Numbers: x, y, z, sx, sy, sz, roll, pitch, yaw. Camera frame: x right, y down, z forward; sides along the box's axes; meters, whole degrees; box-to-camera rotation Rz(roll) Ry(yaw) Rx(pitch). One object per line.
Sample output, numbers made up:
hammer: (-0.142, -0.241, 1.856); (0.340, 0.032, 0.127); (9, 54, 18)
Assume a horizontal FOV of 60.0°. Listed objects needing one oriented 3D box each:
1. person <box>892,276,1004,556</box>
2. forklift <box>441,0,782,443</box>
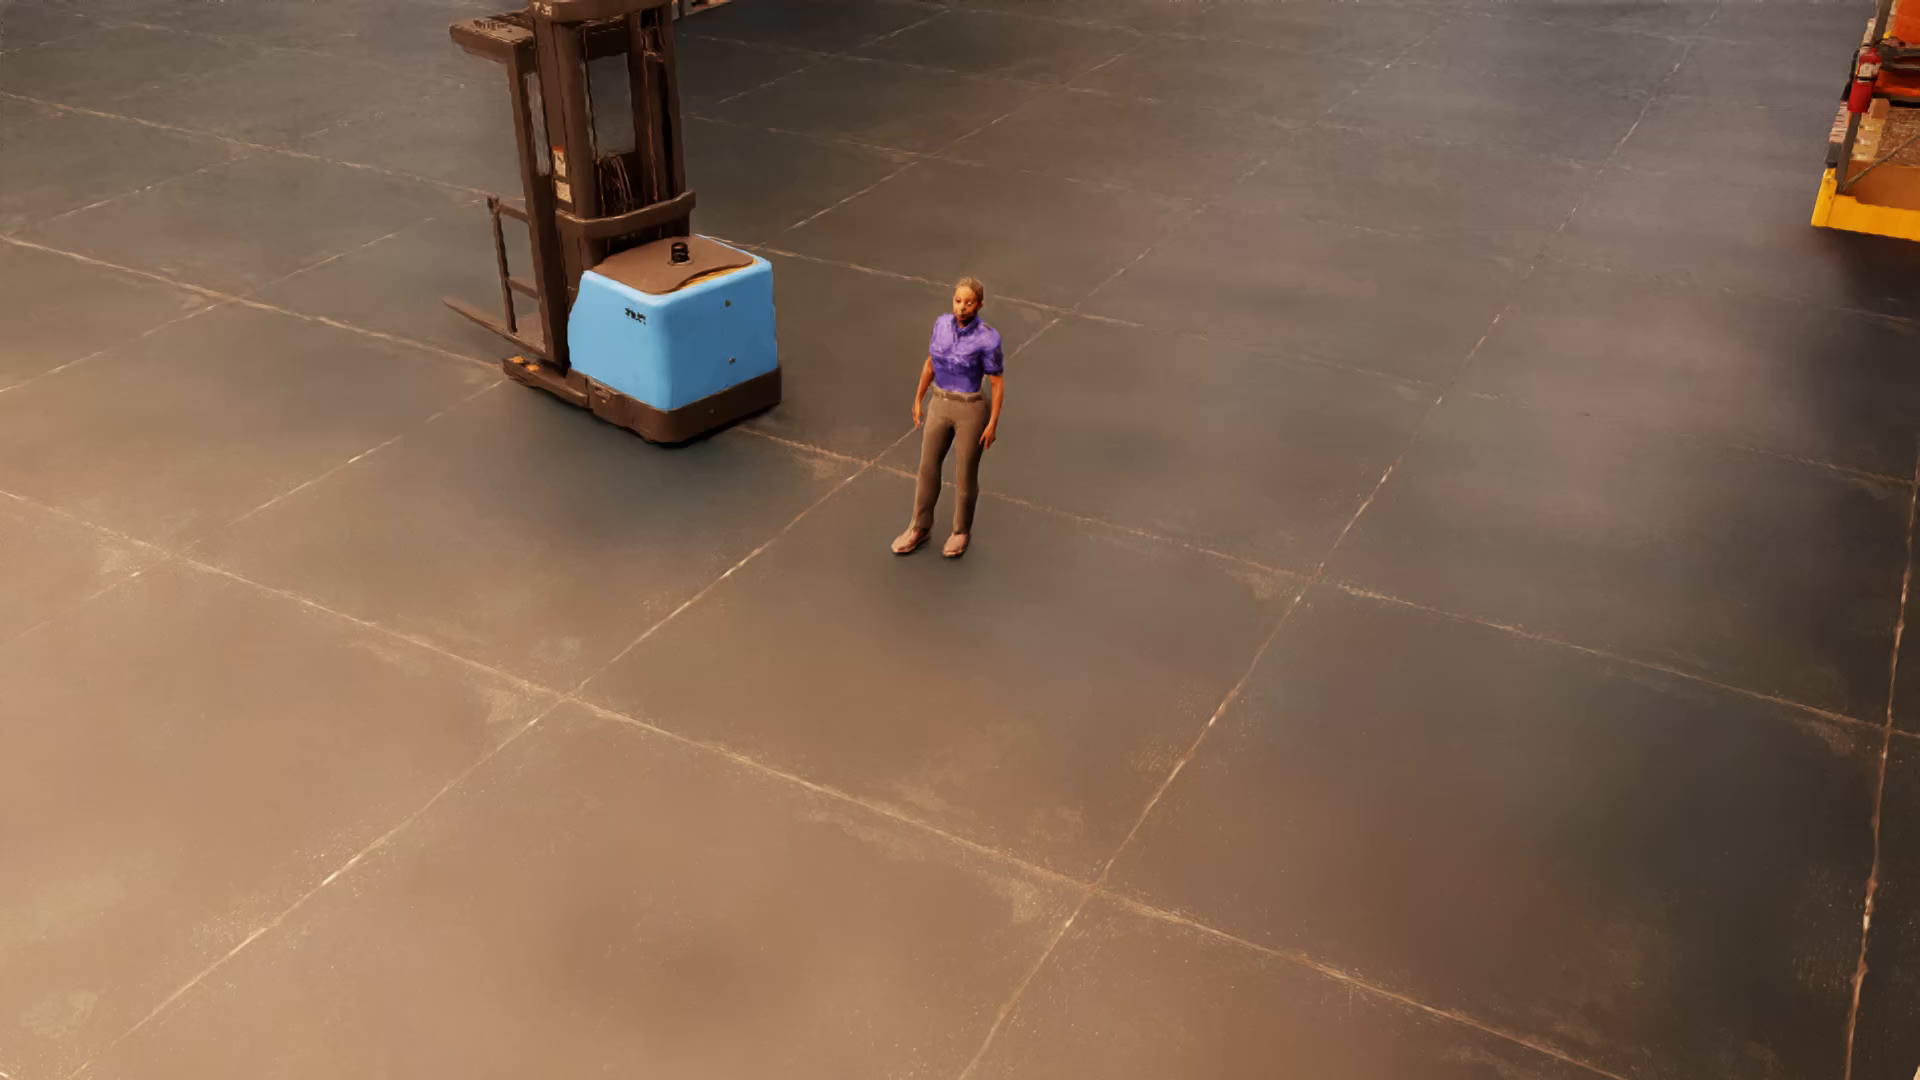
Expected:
person: (-0.060, -0.689, 9.528); (0.570, 1.654, 0.503); (15, 33, 25)
forklift: (-2.657, -2.531, 11.456); (3.031, 2.935, 1.130); (25, 38, 36)
